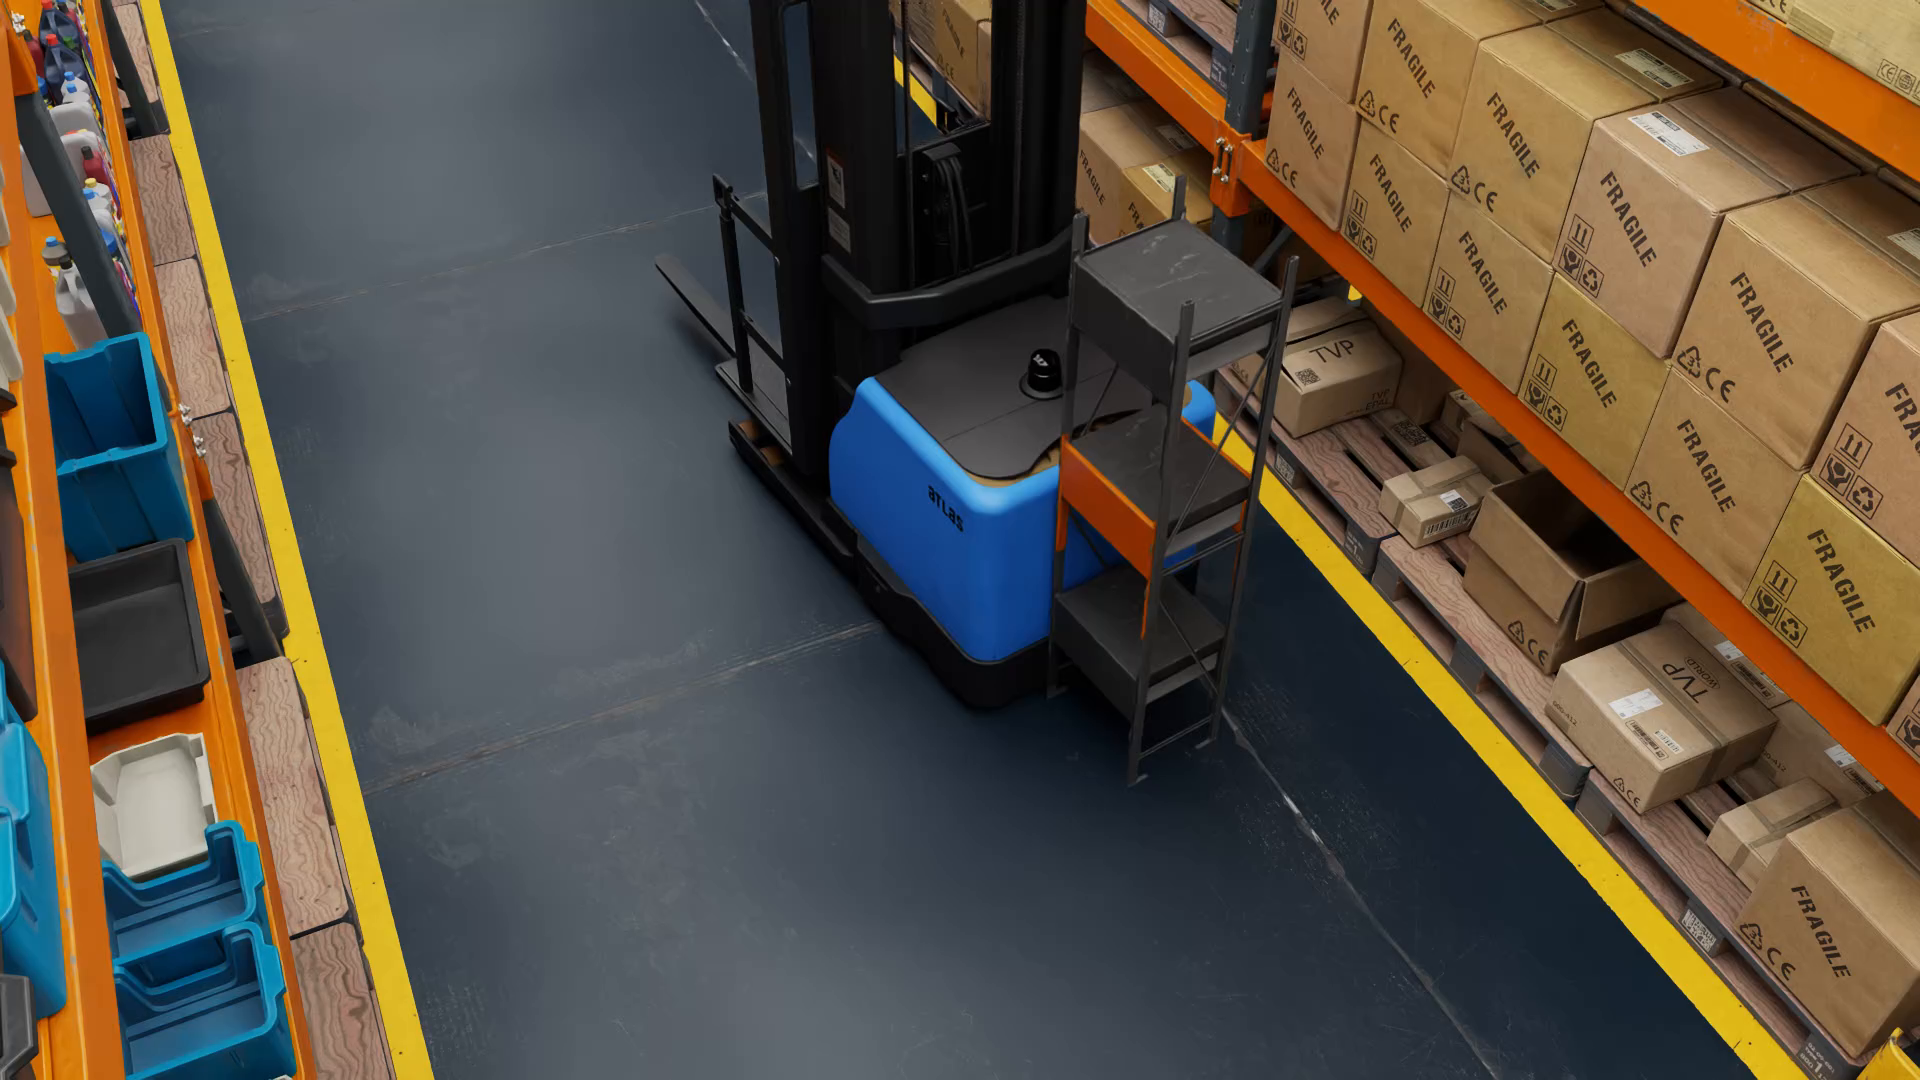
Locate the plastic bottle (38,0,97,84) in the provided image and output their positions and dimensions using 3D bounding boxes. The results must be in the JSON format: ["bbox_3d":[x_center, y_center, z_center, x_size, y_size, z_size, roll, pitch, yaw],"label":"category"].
[{"bbox_3d":[-3.595,-1.986,6.662,0.144,0.351,0.185,-18,47,-17],"label":"plastic bottle"}]

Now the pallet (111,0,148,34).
[{"bbox_3d":[-5.462,-3.266,9.910,1.003,0.211,1.213,-18,47,-17],"label":"pallet"}]

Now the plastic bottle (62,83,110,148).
[{"bbox_3d":[-3.340,-1.610,6.338,0.097,0.271,0.097,0,45,0],"label":"plastic bottle"}]

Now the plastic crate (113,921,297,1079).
[{"bbox_3d":[-1.657,1.065,3.611,0.416,0.233,0.300,-18,47,-17],"label":"plastic crate"}]

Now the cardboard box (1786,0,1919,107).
[{"bbox_3d":[2.320,-1.240,3.843,0.500,0.250,0.500,-18,47,-17],"label":"cardboard box"}]

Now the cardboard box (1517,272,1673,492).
[{"bbox_3d":[2.124,-0.551,5.101,0.500,0.500,0.500,-19,48,-18],"label":"cardboard box"}]

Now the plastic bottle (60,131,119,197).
[{"bbox_3d":[-3.219,-1.382,6.103,0.152,0.276,0.135,-18,47,-17],"label":"plastic bottle"}]

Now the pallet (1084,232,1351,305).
[{"bbox_3d":[1.139,-1.404,8.022,1.003,0.211,1.213,-18,47,-17],"label":"pallet"}]

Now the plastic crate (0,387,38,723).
[{"bbox_3d":[-1.691,0.020,2.503,0.504,0.338,0.767,-18,47,-17],"label":"plastic crate"}]

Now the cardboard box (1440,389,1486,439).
[{"bbox_3d":[2.225,-0.530,6.868,0.380,0.149,0.250,-18,47,-17],"label":"cardboard box"}]

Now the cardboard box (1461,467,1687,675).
[{"bbox_3d":[2.310,0.039,6.039,0.797,0.503,0.637,-18,47,-17],"label":"cardboard box"}]

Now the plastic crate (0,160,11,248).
[{"bbox_3d":[-2.100,-0.704,3.380,0.293,0.136,0.466,-18,47,-17],"label":"plastic crate"}]

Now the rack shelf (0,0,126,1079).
[{"bbox_3d":[-2.139,0.034,2.956,1.077,0.370,4.000,-18,47,-17],"label":"rack shelf"}]

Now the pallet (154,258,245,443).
[{"bbox_3d":[-3.784,-0.719,7.328,1.003,0.211,1.213,-18,47,-17],"label":"pallet"}]

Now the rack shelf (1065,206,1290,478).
[{"bbox_3d":[0.624,-0.584,4.869,0.431,0.518,0.480,-25,50,-23],"label":"rack shelf"}]

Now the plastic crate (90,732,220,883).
[{"bbox_3d":[-1.975,0.665,4.086,0.293,0.136,0.466,-18,47,-17],"label":"plastic crate"}]

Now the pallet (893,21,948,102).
[{"bbox_3d":[0.113,-2.958,9.598,1.003,0.211,1.213,-18,47,-17],"label":"pallet"}]

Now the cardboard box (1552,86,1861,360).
[{"bbox_3d":[2.109,-0.912,4.755,0.500,0.500,0.500,-17,47,-16],"label":"cardboard box"}]

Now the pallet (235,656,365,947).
[{"bbox_3d":[-2.636,1.021,5.565,1.003,0.211,1.213,-18,47,-17],"label":"pallet"}]

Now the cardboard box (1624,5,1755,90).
[{"bbox_3d":[2.393,-1.388,5.238,0.500,0.500,0.500,-18,47,-17],"label":"cardboard box"}]

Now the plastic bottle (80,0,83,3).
[{"bbox_3d":[-3.894,-2.450,7.189,0.097,0.271,0.097,0,45,0],"label":"plastic bottle"}]

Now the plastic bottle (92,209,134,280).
[{"bbox_3d":[-2.983,-1.025,5.742,0.152,0.276,0.135,-18,47,-17],"label":"plastic bottle"}]

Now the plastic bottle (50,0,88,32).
[{"bbox_3d":[-3.771,-2.239,7.025,0.097,0.201,0.097,0,45,0],"label":"plastic bottle"}]

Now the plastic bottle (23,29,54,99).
[{"bbox_3d":[-3.678,-1.916,6.639,0.061,0.283,0.133,-18,47,-17],"label":"plastic bottle"}]

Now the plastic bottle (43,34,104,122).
[{"bbox_3d":[-3.462,-1.783,6.457,0.144,0.351,0.185,-18,47,-17],"label":"plastic bottle"}]

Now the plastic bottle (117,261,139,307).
[{"bbox_3d":[-2.869,-0.871,5.638,0.097,0.201,0.097,0,45,0],"label":"plastic bottle"}]

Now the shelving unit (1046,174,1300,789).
[{"bbox_3d":[0.624,-0.095,5.352,0.431,2.100,0.503,-25,50,-23],"label":"shelving unit"}]

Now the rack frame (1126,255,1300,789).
[{"bbox_3d":[0.757,0.048,5.206,0.400,2.100,0.015,-25,50,-23],"label":"rack frame"}]

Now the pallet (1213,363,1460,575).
[{"bbox_3d":[1.803,-0.458,7.064,1.003,0.211,1.213,-18,47,-17],"label":"pallet"}]

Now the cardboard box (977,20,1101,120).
[{"bbox_3d":[0.421,-2.346,8.459,0.500,0.500,0.500,-20,48,-19],"label":"cardboard box"}]

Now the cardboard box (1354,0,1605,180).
[{"bbox_3d":[1.676,-1.568,5.421,0.500,0.500,0.500,-19,48,-19],"label":"cardboard box"}]

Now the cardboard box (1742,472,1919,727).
[{"bbox_3d":[2.541,0.090,4.452,0.500,0.500,0.500,-18,47,-17],"label":"cardboard box"}]

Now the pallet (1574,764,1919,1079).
[{"bbox_3d":[2.829,1.097,5.489,1.003,0.211,1.213,-18,47,-17],"label":"pallet"}]

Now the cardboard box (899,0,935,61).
[{"bbox_3d":[-0.009,-2.998,9.120,0.500,0.500,0.500,-20,48,-19],"label":"cardboard box"}]

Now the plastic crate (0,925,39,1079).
[{"bbox_3d":[-1.207,0.772,1.790,0.497,0.269,0.590,-18,47,-17],"label":"plastic crate"}]

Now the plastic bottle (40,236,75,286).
[{"bbox_3d":[-3.088,-0.950,5.718,0.097,0.201,0.097,0,45,0],"label":"plastic bottle"}]

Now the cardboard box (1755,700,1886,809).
[{"bbox_3d":[3.016,0.733,5.516,0.500,0.250,0.500,-18,47,-17],"label":"cardboard box"}]

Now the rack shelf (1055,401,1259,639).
[{"bbox_3d":[0.624,-0.085,5.361,0.431,0.518,0.480,-25,50,-23],"label":"rack shelf"}]

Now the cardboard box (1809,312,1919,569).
[{"bbox_3d":[2.548,-0.256,4.090,0.500,0.500,0.500,-17,47,-16],"label":"cardboard box"}]

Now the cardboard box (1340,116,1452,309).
[{"bbox_3d":[1.701,-1.194,5.753,0.500,0.500,0.500,-17,47,-17],"label":"cardboard box"}]

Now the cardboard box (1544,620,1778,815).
[{"bbox_3d":[2.373,0.594,5.657,0.500,0.250,0.500,-18,47,-17],"label":"cardboard box"}]

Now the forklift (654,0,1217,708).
[{"bbox_3d":[-0.322,-1.445,6.128,1.130,2.935,3.031,-25,50,-23],"label":"forklift"}]

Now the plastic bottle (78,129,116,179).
[{"bbox_3d":[-3.243,-1.437,6.212,0.097,0.201,0.097,0,45,0],"label":"plastic bottle"}]

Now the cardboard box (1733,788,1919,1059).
[{"bbox_3d":[2.745,1.119,4.946,0.500,0.500,0.500,-18,47,-17],"label":"cardboard box"}]

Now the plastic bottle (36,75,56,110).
[{"bbox_3d":[-3.553,-1.692,6.420,0.097,0.271,0.097,0,45,0],"label":"plastic bottle"}]

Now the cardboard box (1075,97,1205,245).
[{"bbox_3d":[0.848,-1.703,7.807,0.500,0.500,0.500,-18,47,-17],"label":"cardboard box"}]

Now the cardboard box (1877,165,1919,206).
[{"bbox_3d":[2.817,-0.743,4.585,0.500,0.500,0.500,-17,47,-17],"label":"cardboard box"}]

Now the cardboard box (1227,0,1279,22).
[{"bbox_3d":[1.519,-2.442,6.719,0.700,0.500,0.500,-34,54,-30],"label":"cardboard box"}]

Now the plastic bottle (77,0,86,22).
[{"bbox_3d":[-3.812,-2.326,7.063,0.097,0.271,0.097,0,45,0],"label":"plastic bottle"}]

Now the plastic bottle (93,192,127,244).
[{"bbox_3d":[-3.048,-1.143,5.914,0.097,0.201,0.097,0,45,0],"label":"plastic bottle"}]

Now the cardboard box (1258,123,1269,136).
[{"bbox_3d":[1.299,-1.873,7.979,0.500,0.500,0.500,-17,47,-17],"label":"cardboard box"}]

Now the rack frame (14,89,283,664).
[{"bbox_3d":[-2.980,-0.429,5.049,1.000,3.000,0.127,-18,47,-17],"label":"rack frame"}]

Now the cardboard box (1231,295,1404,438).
[{"bbox_3d":[1.496,-0.757,6.983,0.500,0.311,0.500,-18,47,-17],"label":"cardboard box"}]

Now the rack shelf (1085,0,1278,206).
[{"bbox_3d":[0.675,-2.907,8.073,1.077,0.370,4.000,-18,47,-17],"label":"rack shelf"}]

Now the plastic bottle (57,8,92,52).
[{"bbox_3d":[-3.690,-2.115,6.899,0.097,0.201,0.097,0,45,0],"label":"plastic bottle"}]

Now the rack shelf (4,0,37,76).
[{"bbox_3d":[-3.821,-2.515,5.539,1.077,0.370,4.000,-18,47,-17],"label":"rack shelf"}]

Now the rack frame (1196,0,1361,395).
[{"bbox_3d":[1.515,-1.889,6.529,1.000,3.000,0.127,-18,47,-17],"label":"rack frame"}]
